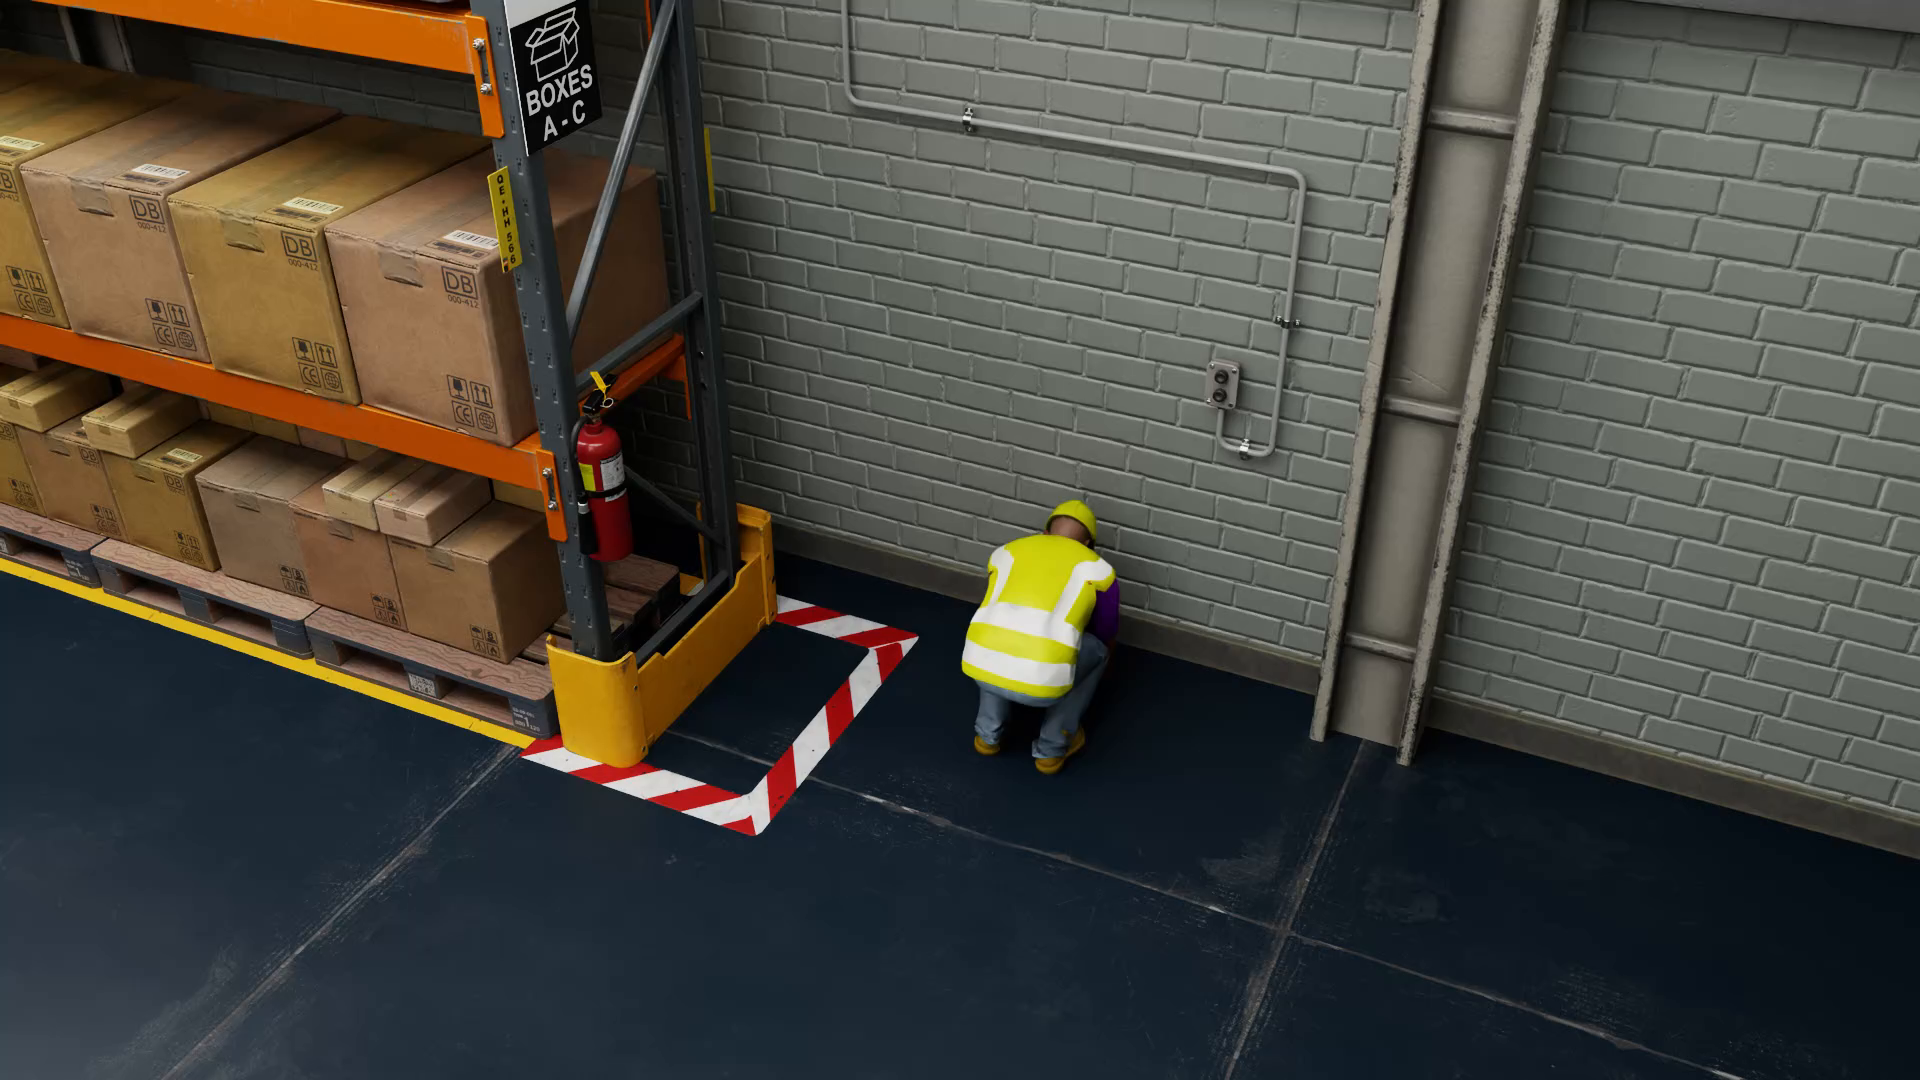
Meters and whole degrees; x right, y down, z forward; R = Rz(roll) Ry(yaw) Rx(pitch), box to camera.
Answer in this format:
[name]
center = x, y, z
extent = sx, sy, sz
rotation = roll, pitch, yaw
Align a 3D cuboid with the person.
[person]
center = 0.313, 0.385, 6.443
extent = 0.526, 0.805, 0.964
rotation = 13, 36, 19
